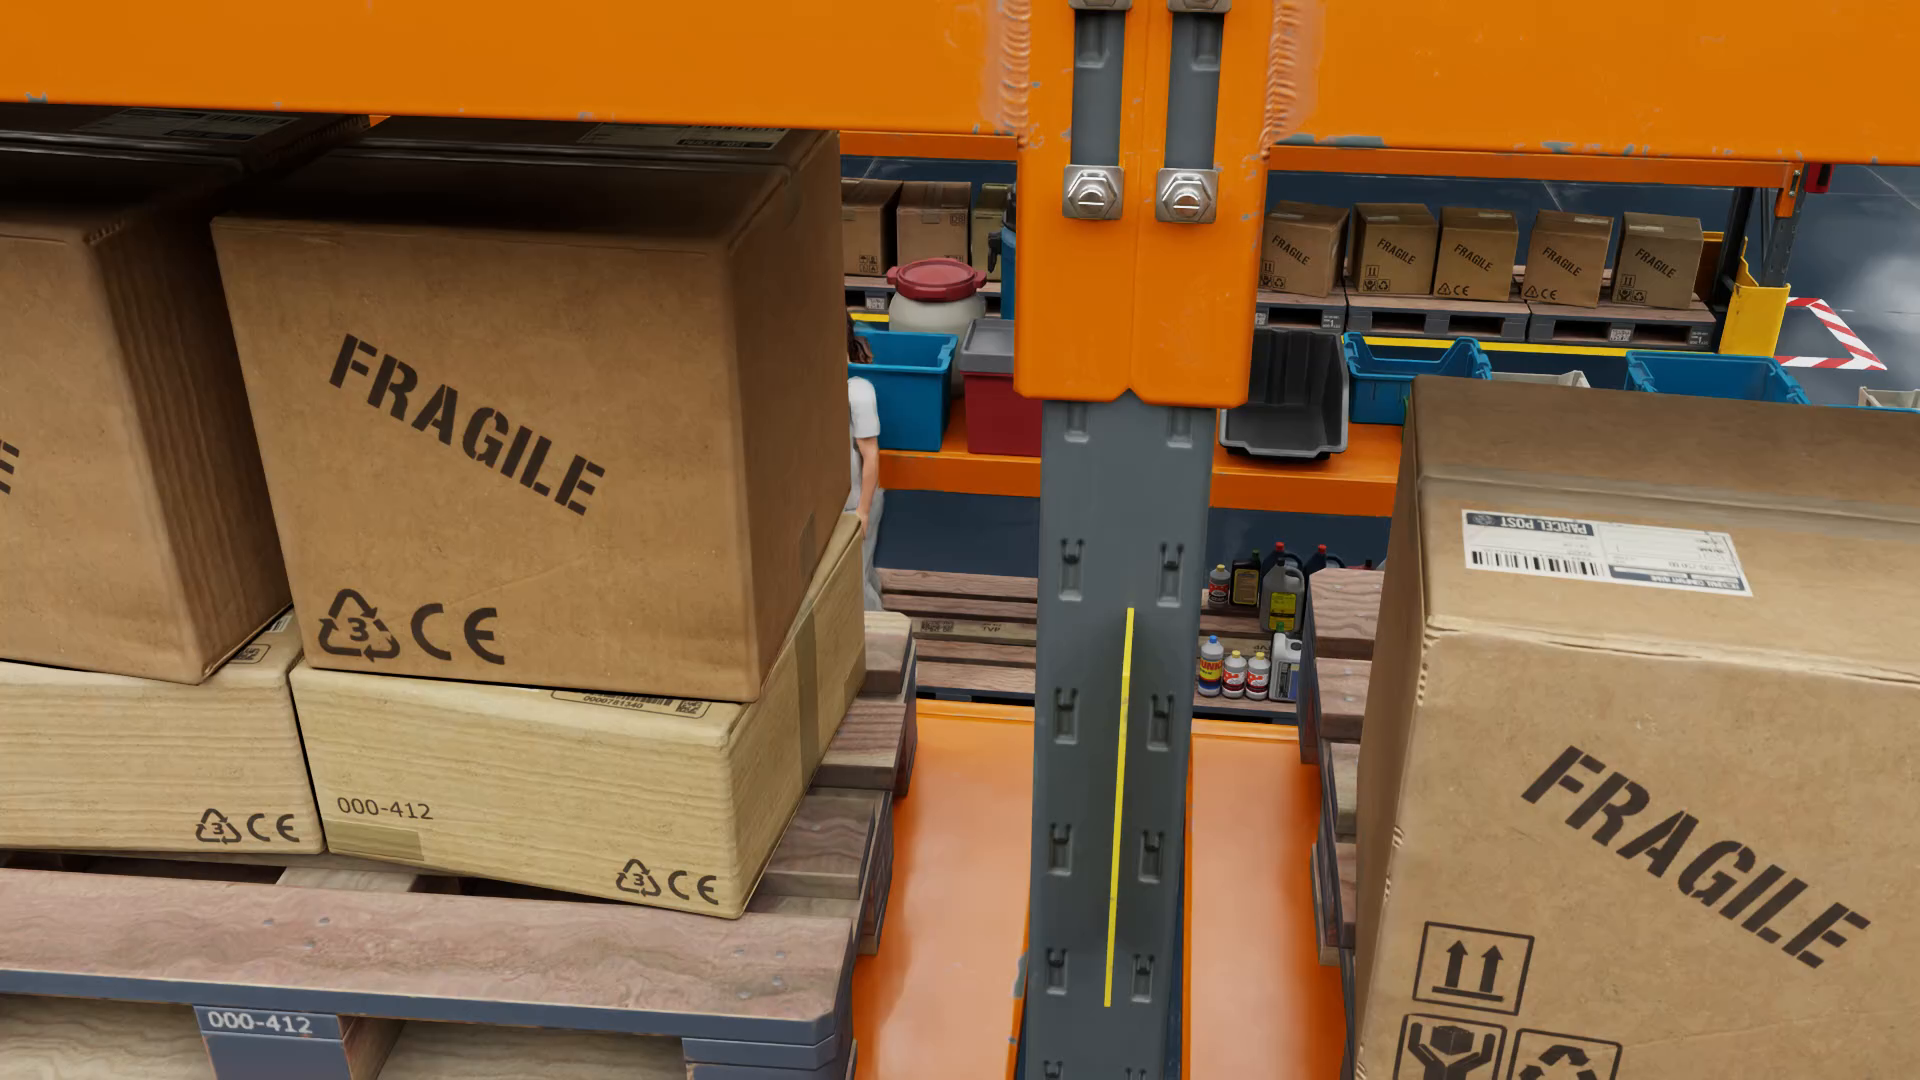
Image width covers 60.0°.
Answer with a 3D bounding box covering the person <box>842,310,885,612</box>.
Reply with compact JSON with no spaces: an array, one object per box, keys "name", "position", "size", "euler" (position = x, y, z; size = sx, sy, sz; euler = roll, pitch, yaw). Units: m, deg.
[{"name":"person","position":[-0.455,-0.102,7.015],"size":[0.357,1.597,0.540],"euler":[-17,33,-28]}]
